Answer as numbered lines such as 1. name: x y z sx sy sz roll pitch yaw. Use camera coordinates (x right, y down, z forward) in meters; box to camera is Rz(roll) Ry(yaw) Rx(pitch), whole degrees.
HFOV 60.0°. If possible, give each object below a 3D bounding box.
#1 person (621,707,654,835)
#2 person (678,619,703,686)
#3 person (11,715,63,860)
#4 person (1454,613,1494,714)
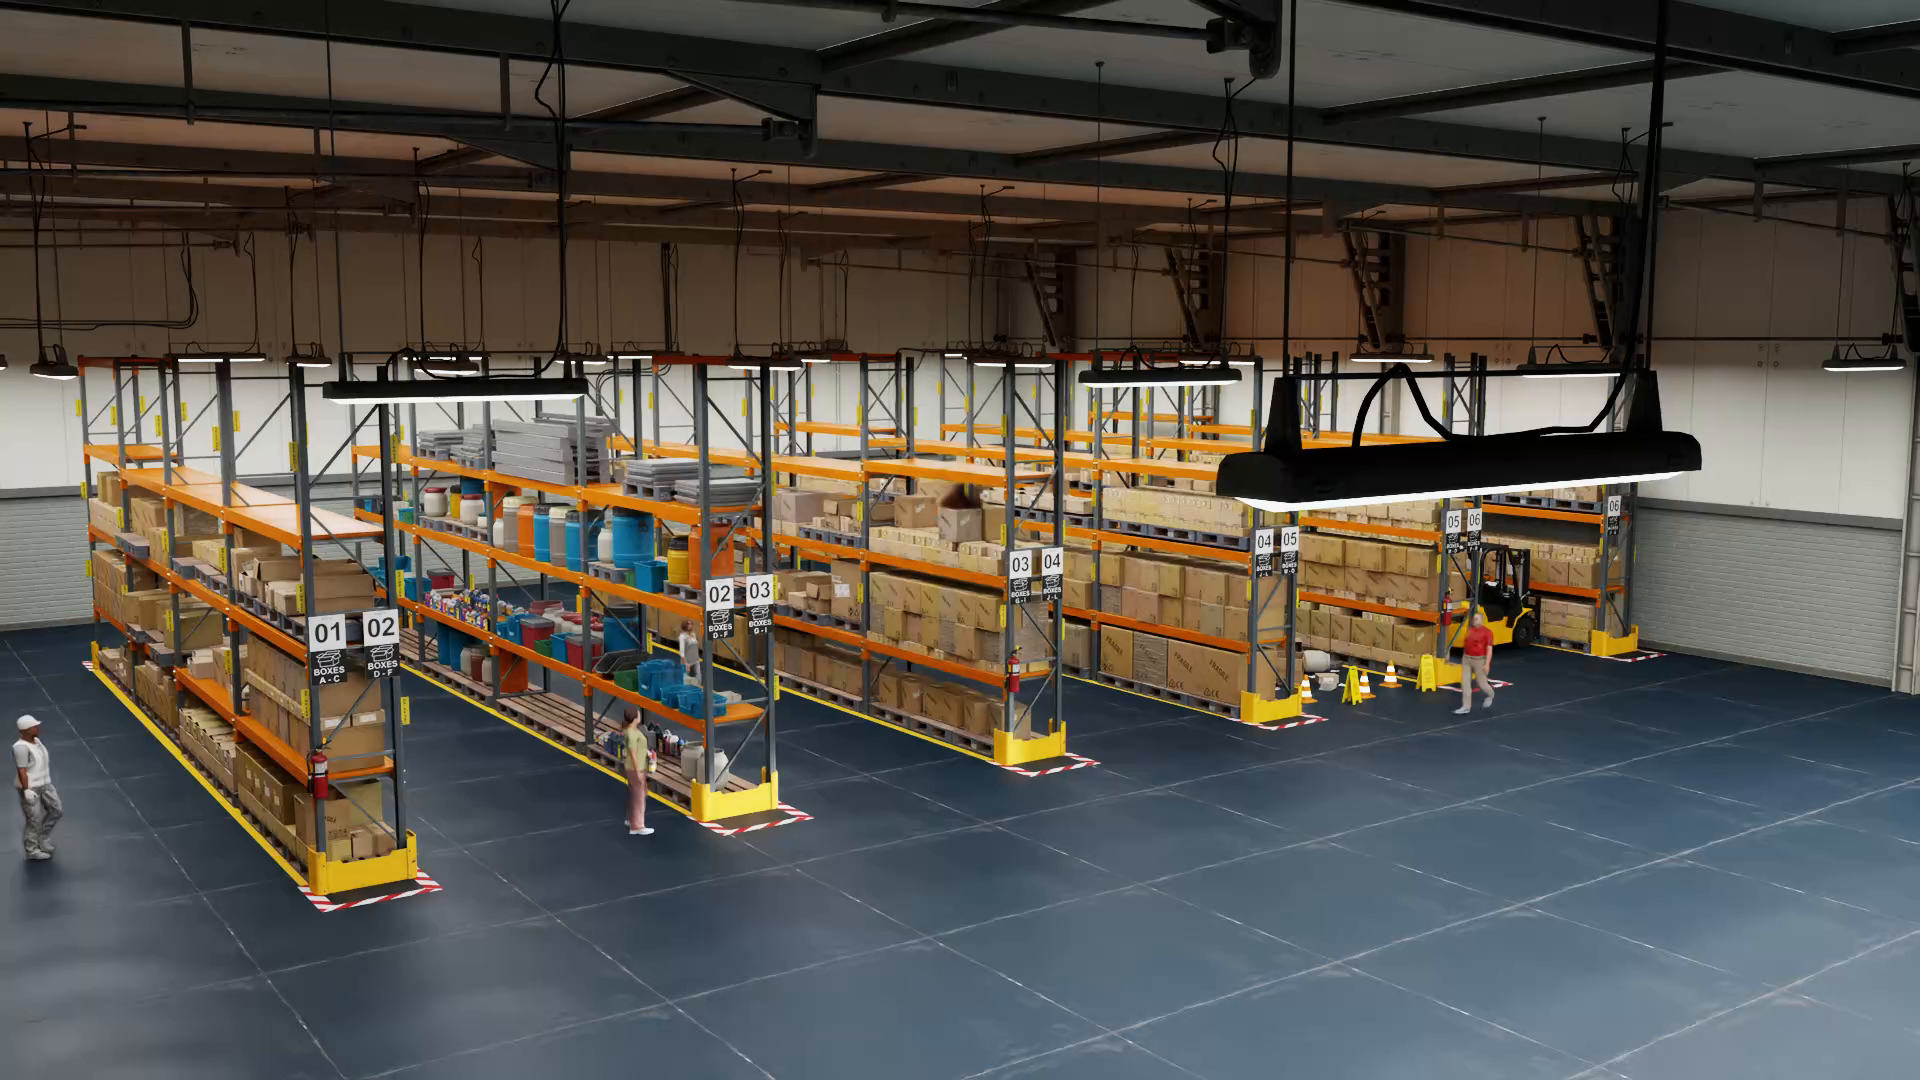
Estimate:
1. person: -4.140 2.955 21.294 0.417 1.703 0.547 0 7 -3
2. person: -4.652 2.112 28.446 0.434 1.548 0.823 -6 9 -42
3. person: -11.286 3.008 20.259 0.469 1.781 0.606 1 7 9
4. person: 8.745 2.073 28.137 0.534 1.699 0.797 5 9 38
